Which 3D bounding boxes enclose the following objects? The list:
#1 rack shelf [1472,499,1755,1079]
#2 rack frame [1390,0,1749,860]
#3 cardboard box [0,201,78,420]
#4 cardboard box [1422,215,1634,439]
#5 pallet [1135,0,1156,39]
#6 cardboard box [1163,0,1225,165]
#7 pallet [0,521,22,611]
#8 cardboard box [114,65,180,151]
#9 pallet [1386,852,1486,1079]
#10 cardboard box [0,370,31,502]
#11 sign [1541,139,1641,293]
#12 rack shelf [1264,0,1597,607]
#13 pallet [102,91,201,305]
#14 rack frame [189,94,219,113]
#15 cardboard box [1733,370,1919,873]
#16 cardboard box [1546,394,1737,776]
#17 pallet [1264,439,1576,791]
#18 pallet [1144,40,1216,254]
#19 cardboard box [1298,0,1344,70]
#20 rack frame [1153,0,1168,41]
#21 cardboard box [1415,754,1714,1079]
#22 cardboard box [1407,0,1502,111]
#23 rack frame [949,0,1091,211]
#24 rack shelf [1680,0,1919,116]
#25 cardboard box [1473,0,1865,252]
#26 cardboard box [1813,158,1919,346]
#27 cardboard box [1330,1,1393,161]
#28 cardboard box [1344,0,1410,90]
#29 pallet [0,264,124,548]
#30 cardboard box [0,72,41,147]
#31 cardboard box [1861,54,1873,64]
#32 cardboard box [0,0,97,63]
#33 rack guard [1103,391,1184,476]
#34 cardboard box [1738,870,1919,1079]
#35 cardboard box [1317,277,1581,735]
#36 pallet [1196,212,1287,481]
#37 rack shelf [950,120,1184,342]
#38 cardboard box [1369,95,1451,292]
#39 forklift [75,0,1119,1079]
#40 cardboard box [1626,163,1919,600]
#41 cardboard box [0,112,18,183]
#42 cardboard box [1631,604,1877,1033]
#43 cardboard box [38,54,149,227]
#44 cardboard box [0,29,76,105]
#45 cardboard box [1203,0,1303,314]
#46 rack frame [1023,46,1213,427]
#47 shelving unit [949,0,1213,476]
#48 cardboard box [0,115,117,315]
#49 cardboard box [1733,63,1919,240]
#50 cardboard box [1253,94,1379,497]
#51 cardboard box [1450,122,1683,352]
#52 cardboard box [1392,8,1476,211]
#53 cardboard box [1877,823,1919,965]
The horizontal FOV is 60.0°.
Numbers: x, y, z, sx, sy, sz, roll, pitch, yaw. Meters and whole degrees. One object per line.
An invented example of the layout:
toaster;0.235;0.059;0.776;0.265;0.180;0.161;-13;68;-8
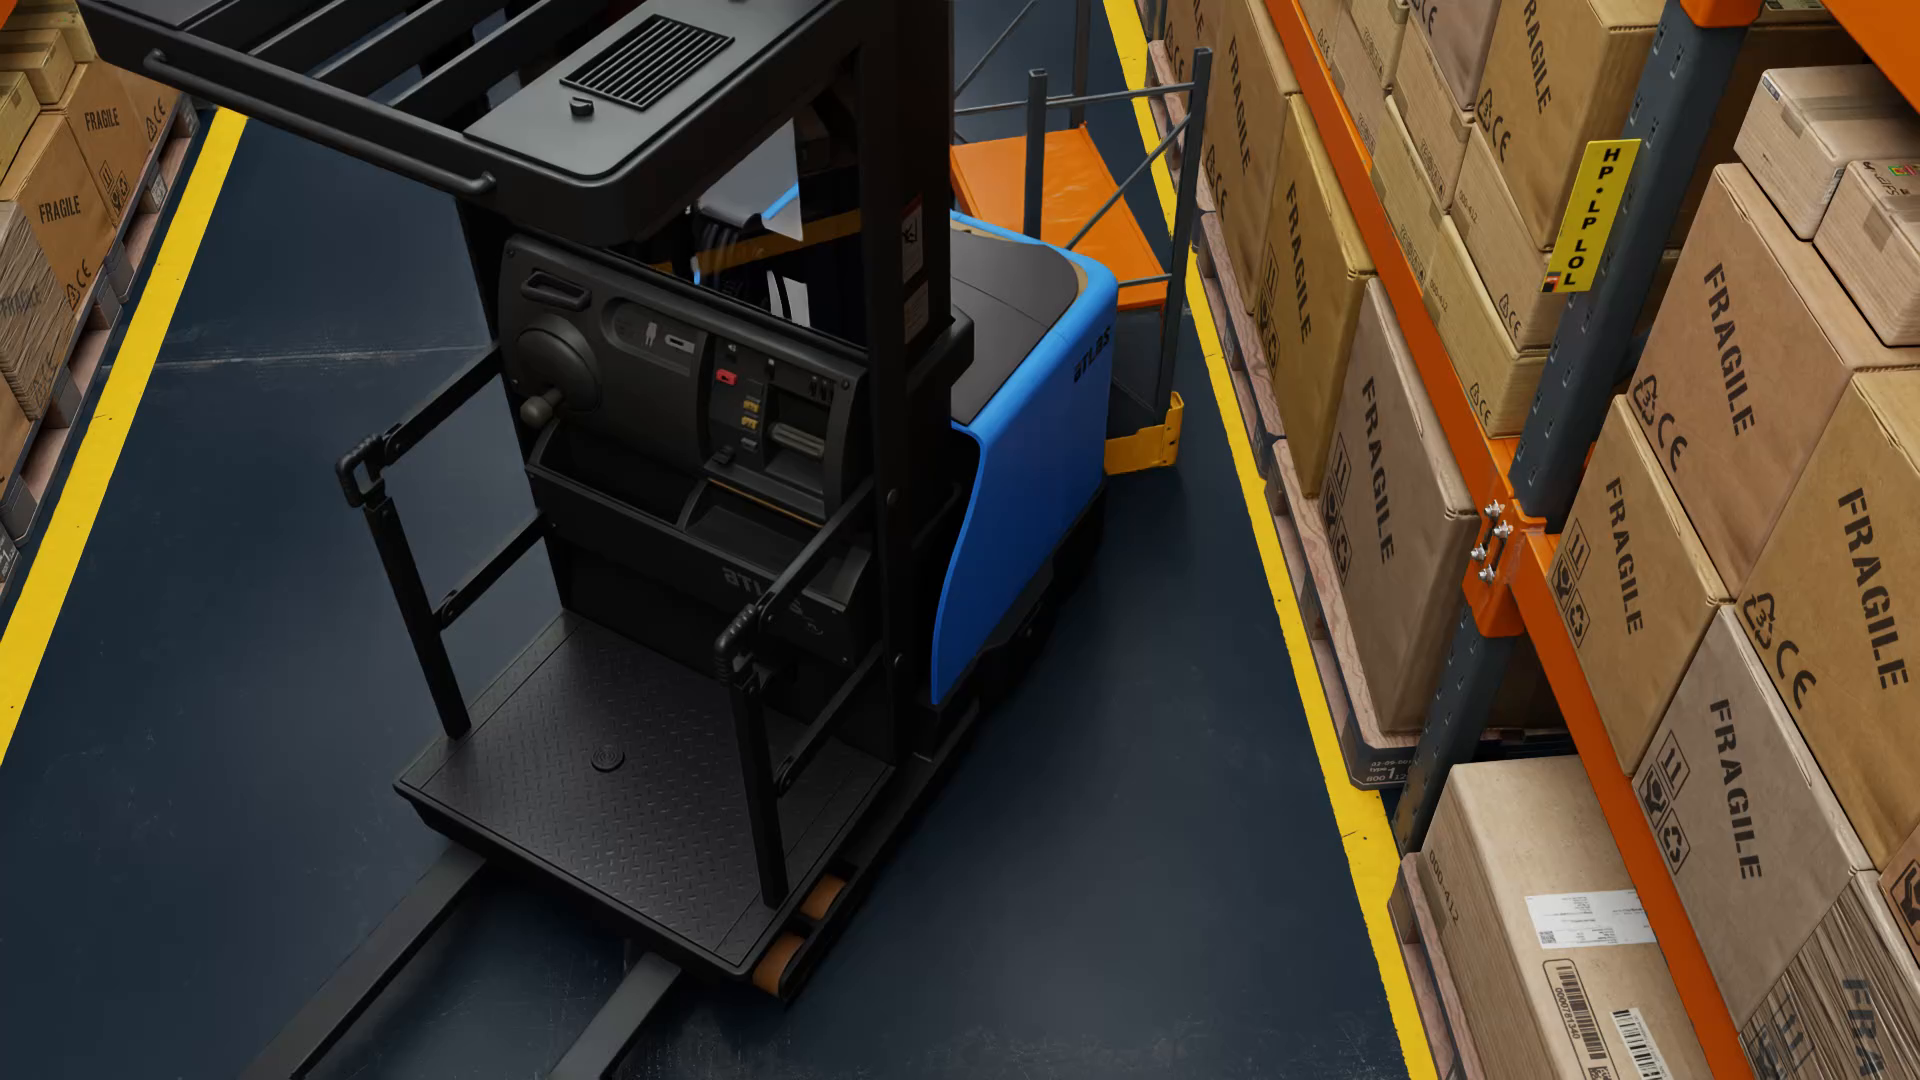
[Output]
rack shelf;1.841;1.448;2.308;1.077;0.370;4.000;-3;47;-3
rack frame;1.673;-0.246;3.417;1.000;3.000;0.127;-3;47;-3
cardboard box;-3.218;-0.712;5.291;0.500;0.500;0.500;-5;47;-5
cardboard box;1.384;-0.504;3.764;0.500;0.250;0.500;-4;47;-4
pallet;1.274;-2.747;7.706;1.003;0.211;1.213;-3;47;-3
cardboard box;1.313;-2.049;6.299;0.875;0.875;0.875;-4;47;-4
pallet;-3.378;0.431;4.696;1.003;0.211;1.213;-3;47;-3
cardboard box;-3.358;-1.828;6.347;0.500;0.500;0.500;-2;47;-2
pallet;1.659;1.268;3.904;1.003;0.211;1.213;-3;47;-3
cardboard box;-3.181;-0.336;4.935;0.500;0.500;0.500;-5;47;-4
sign;1.133;-0.577;2.988;0.100;0.325;0.005;-3;47;-3
rack shelf;1.506;-1.446;5.049;1.077;0.370;4.000;-3;47;-3
pallet;-3.583;-1.334;6.368;1.003;0.211;1.213;-3;47;-3
rack frame;-3.608;-2.836;5.870;1.000;3.000;0.127;-3;47;-3
cardboard box;1.508;0.101;2.331;0.500;0.500;0.500;-4;47;-4
cardboard box;1.452;0.075;3.044;0.500;0.500;0.500;-2;47;-2
pallet;1.534;0.159;4.954;1.003;0.211;1.213;-3;47;-3
pallet;1.329;-1.606;6.626;1.003;0.211;1.213;-3;47;-3
cardboard box;1.272;-1.612;4.814;0.500;0.250;0.500;-3;47;-3
rack frame;1.338;-3.140;6.158;1.000;3.000;0.127;-3;47;-3
cardboard box;1.619;0.951;3.758;0.875;0.438;0.875;-4;47;-4
cardboard box;1.335;-1.306;3.664;0.500;0.500;0.500;-3;47;-3
rack frame;0.179;-1.461;5.601;0.500;1.500;0.032;-10;47;-10
rack shelf;1.841;0.417;1.219;1.077;0.370;4.000;-3;47;-3
cardboard box;1.386;-0.932;3.309;0.500;0.500;0.500;-2;47;-2
cardboard box;1.479;-0.419;2.376;0.380;0.149;0.250;-3;47;-3
cardboard box;1.320;-1.238;4.460;0.500;0.250;0.500;-5;47;-4
cardboard box;1.295;-1.406;4.275;0.500;0.250;0.500;-2;47;-2
pallet;-3.484;-0.454;5.534;1.003;0.211;1.213;-3;47;-3
cardboard box;-3.305;-1.419;5.514;0.380;0.149;0.250;-2;47;-2
cardboard box;1.923;-0.960;3.336;0.500;0.500;0.500;-3;47;-3
cardboard box;-3.260;-1.806;5.880;0.380;0.149;0.250;-6;47;-5
rack guard;0.425;-0.316;5.377;0.587;0.250;0.087;-10;47;-10
cardboard box;1.525;0.800;2.358;0.500;0.500;0.500;-3;47;-3
cardboard box;1.542;-0.104;4.456;0.875;0.875;0.875;-2;47;-2
pallet;1.428;-0.726;5.792;1.003;0.211;1.213;-3;47;-3
rack shelf;0.302;-0.979;5.392;0.538;0.185;1.000;-10;47;-10
cardboard box;1.343;-0.872;4.113;0.500;0.250;0.500;-4;47;-4
forklift;-0.731;-0.255;3.473;1.130;2.935;3.031;23;51;20
cardboard box;1.472;-0.265;2.677;0.500;0.500;0.500;-3;47;-3
cardboard box;-3.284;-1.239;5.343;0.380;0.149;0.250;-4;47;-4
cardboard box;1.490;0.439;2.699;0.500;0.500;0.500;-3;47;-3
cardboard box;-3.327;-1.465;6.004;0.500;0.500;0.500;-4;47;-4
cardboard box;-3.282;-1.613;5.697;0.380;0.149;0.250;-5;47;-5
cardboard box;1.384;-1.403;5.687;0.875;0.875;0.875;-3;47;-3
rack frame;0.426;-0.745;4.923;0.500;1.500;0.032;-10;47;-10
shelving unit;0.304;-1.097;5.256;0.587;1.500;1.083;-10;47;-10
cardboard box;-3.280;-1.086;5.645;0.500;0.500;0.500;-2;47;-2
cardboard box;1.441;-0.603;2.551;0.380;0.149;0.250;-4;47;-4
cardboard box;1.458;-0.757;5.075;0.875;0.875;0.875;-2;47;-2
cardboard box;1.394;-0.671;3.578;0.500;0.250;0.500;-4;47;-3
cardboard box;1.345;-1.032;3.920;0.500;0.250;0.500;-2;47;-2
cardboard box;1.539;0.472;1.979;0.500;0.500;0.500;-3;47;-3
